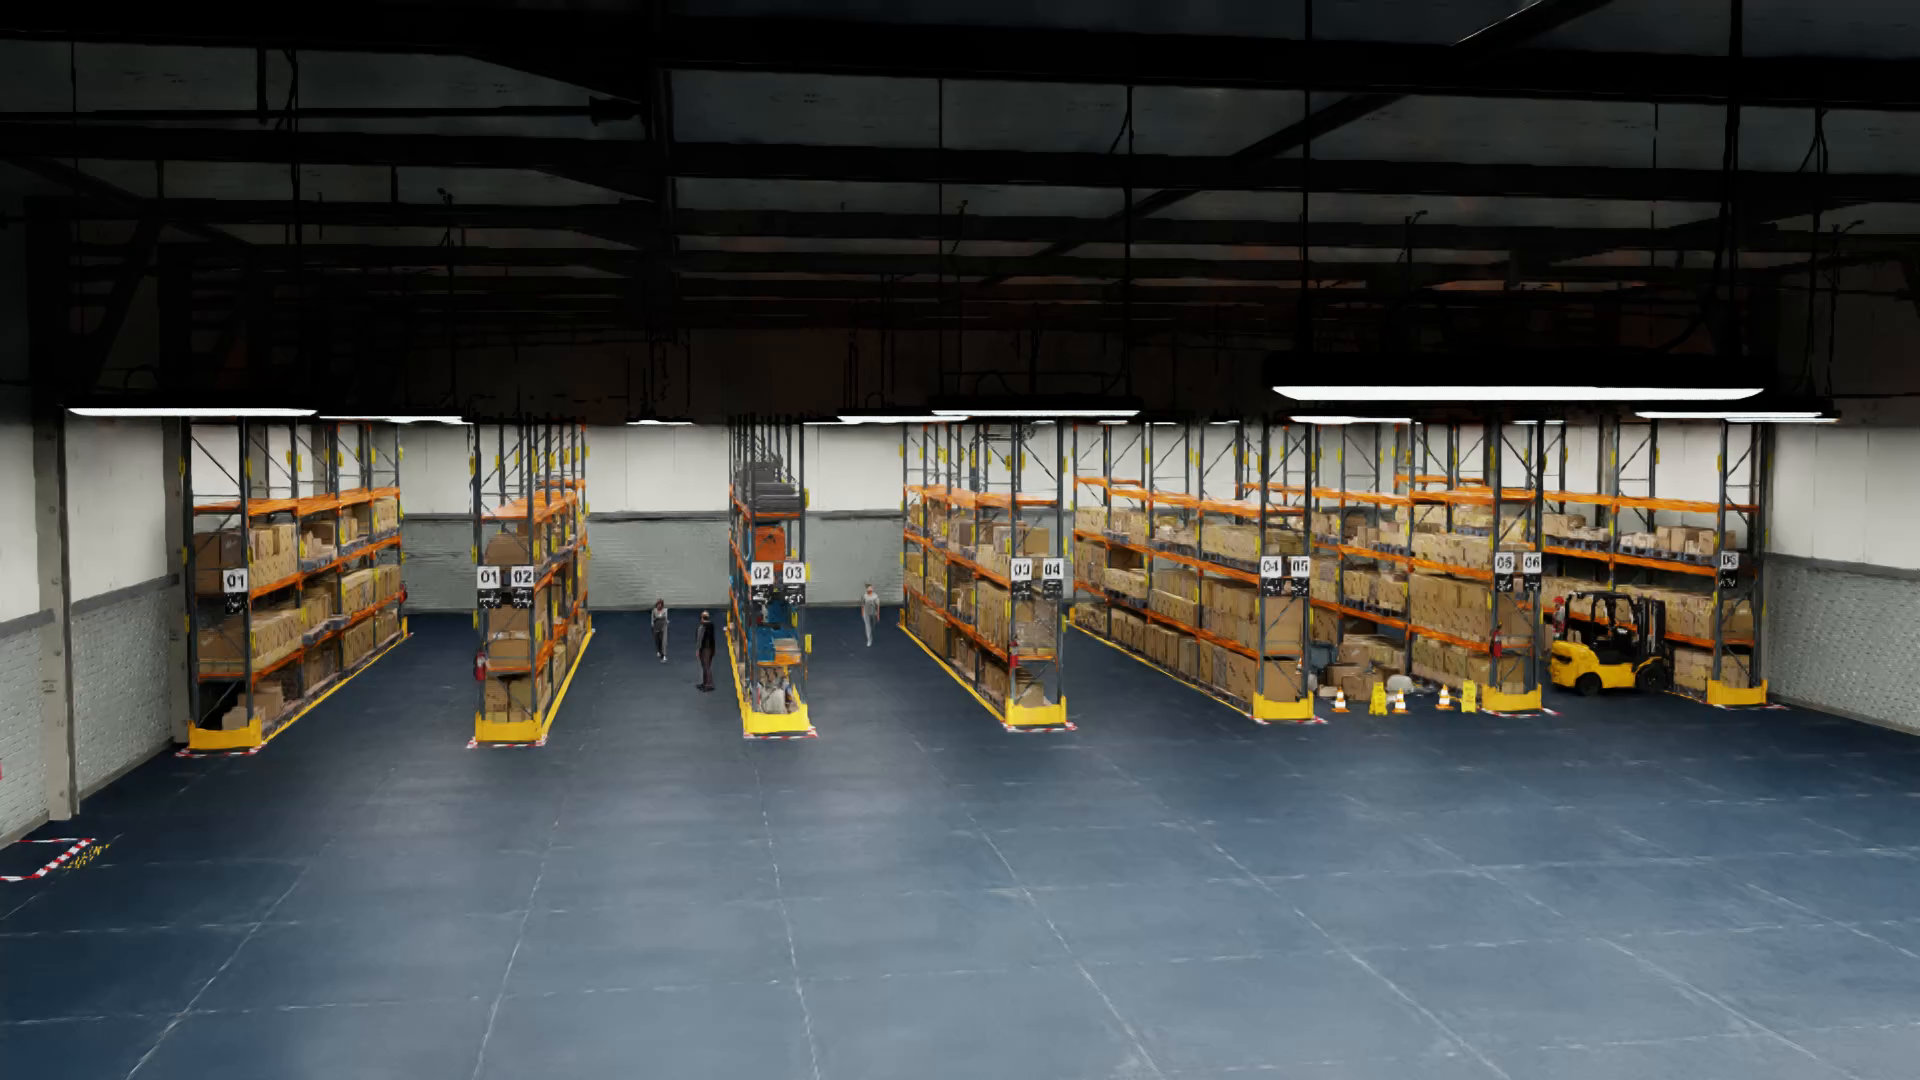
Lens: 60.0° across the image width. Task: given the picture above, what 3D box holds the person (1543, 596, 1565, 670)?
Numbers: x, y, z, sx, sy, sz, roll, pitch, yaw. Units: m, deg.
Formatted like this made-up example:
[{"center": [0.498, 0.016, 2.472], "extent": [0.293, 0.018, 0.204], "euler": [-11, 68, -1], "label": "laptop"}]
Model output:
[{"center": [13.919, 2.183, 38.758], "extent": [0.581, 1.785, 0.664], "euler": [1, 4, 16], "label": "person"}]

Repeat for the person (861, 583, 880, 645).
[{"center": [-2.346, 1.938, 43.756], "extent": [0.453, 1.613, 1.019], "euler": [-1, 4, -10], "label": "person"}]

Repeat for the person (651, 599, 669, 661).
[{"center": [-7.352, 2.200, 40.732], "extent": [0.417, 1.480, 1.037], "euler": [0, 4, -7], "label": "person"}]

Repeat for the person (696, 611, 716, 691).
[{"center": [-5.546, 2.394, 36.094], "extent": [0.576, 1.718, 0.626], "euler": [1, 4, 20], "label": "person"}]
